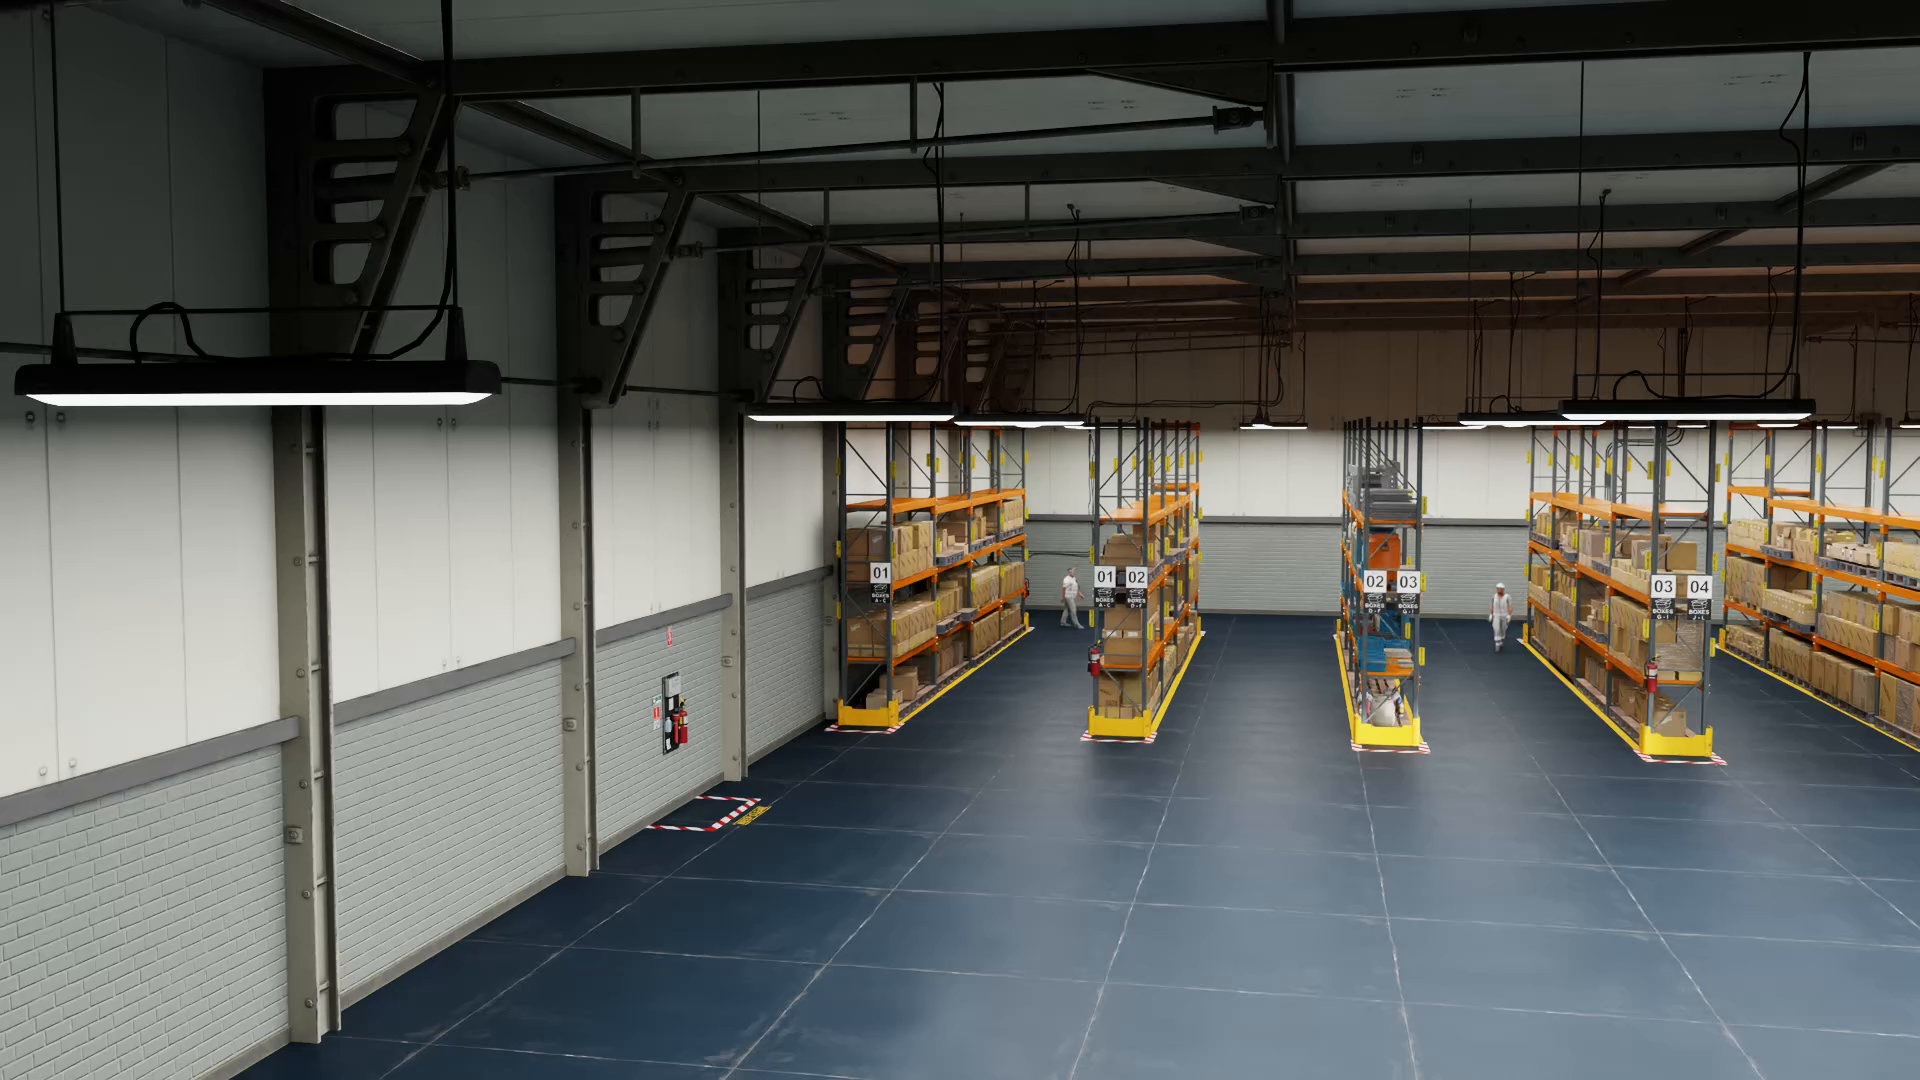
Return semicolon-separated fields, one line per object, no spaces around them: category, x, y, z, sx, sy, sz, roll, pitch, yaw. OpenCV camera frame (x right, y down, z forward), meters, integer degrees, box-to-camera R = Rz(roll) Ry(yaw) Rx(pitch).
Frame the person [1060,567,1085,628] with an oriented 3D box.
person;3.297;1.685;48.783;0.775;1.772;0.554;2;4;26

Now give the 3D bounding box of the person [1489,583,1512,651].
person;14.172;2.001;43.548;0.555;1.724;1.034;1;4;13
